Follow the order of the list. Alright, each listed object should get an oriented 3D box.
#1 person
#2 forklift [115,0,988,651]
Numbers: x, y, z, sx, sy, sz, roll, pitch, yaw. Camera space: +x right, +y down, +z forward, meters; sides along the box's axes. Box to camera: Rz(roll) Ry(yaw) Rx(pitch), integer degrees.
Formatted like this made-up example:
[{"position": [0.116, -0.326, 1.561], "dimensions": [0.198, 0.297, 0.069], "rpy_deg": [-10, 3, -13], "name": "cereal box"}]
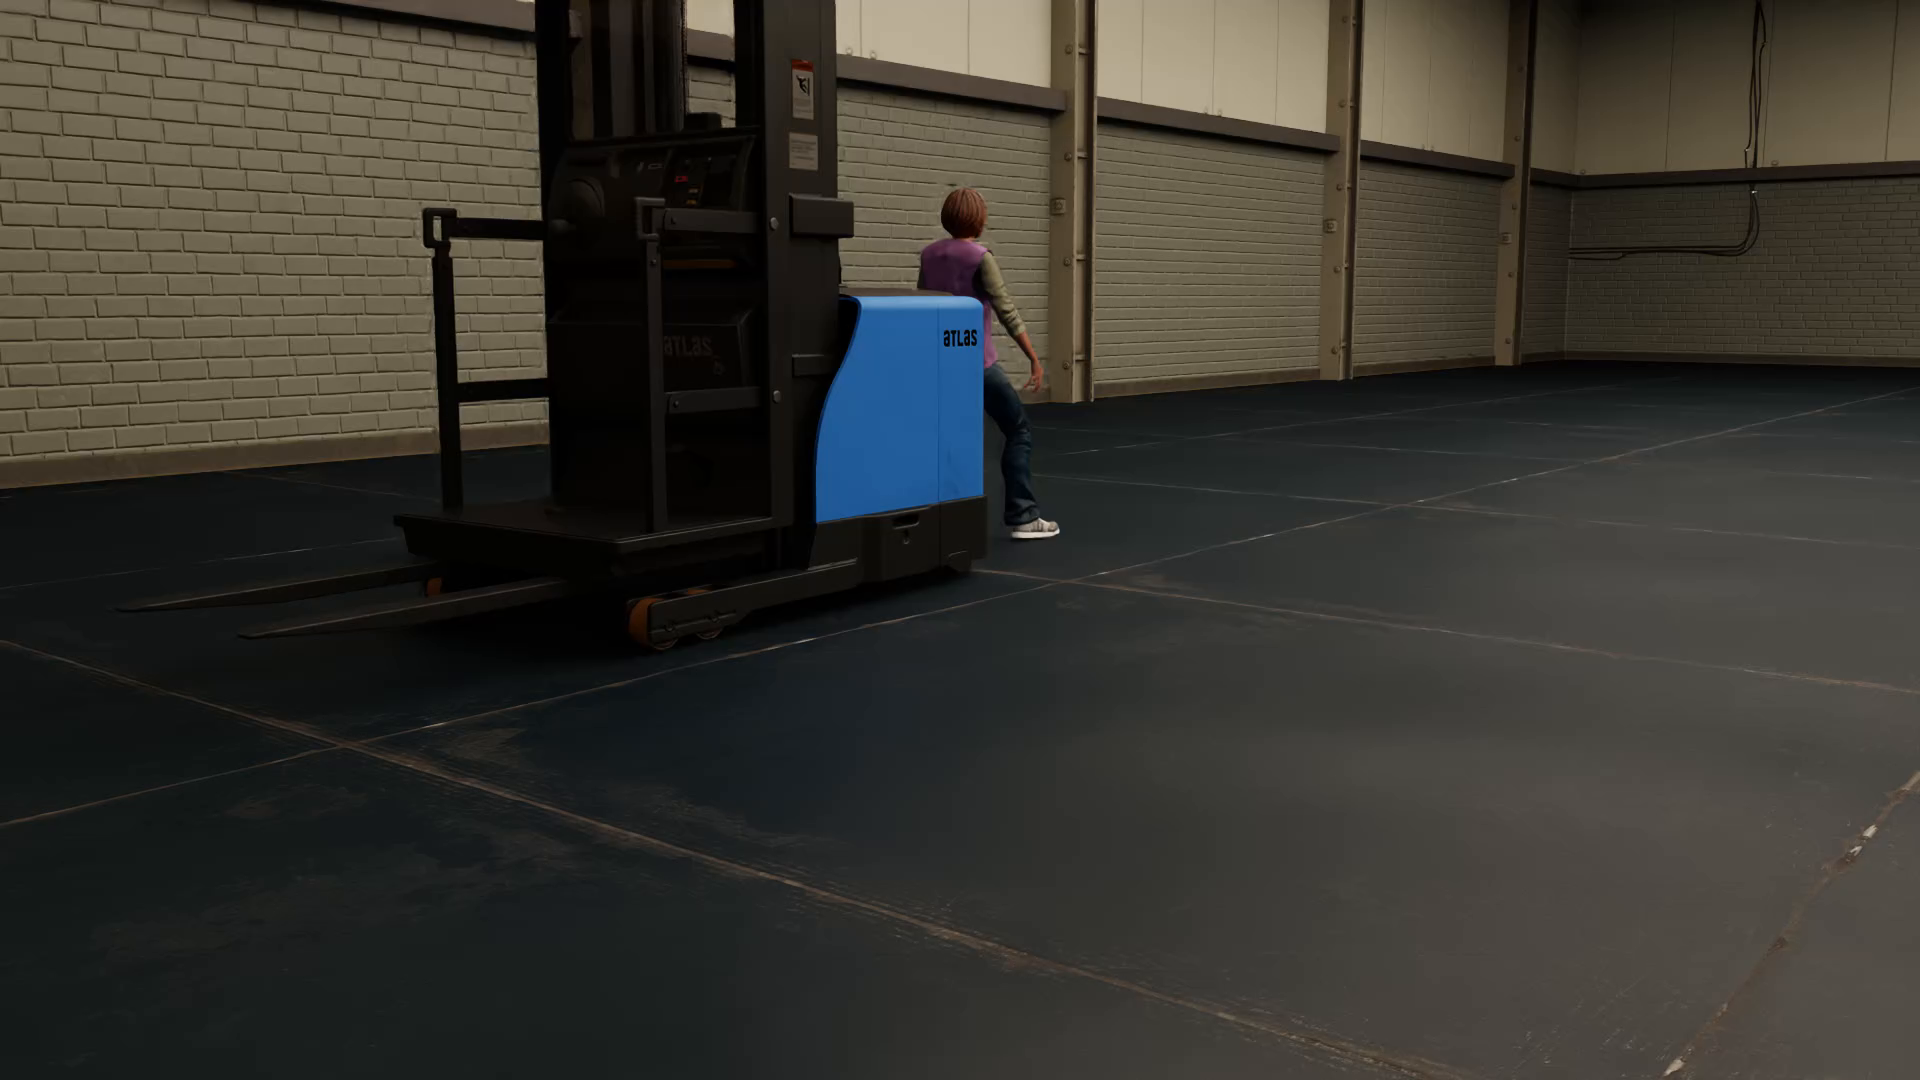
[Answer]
[{"position": [0.113, -0.774, 7.401], "dimensions": [0.600, 1.526, 0.487], "rpy_deg": [8, 11, 42], "name": "person"}, {"position": [-1.168, -1.190, 5.416], "dimensions": [1.130, 2.935, 3.031], "rpy_deg": [6, 10, 36], "name": "forklift"}]
